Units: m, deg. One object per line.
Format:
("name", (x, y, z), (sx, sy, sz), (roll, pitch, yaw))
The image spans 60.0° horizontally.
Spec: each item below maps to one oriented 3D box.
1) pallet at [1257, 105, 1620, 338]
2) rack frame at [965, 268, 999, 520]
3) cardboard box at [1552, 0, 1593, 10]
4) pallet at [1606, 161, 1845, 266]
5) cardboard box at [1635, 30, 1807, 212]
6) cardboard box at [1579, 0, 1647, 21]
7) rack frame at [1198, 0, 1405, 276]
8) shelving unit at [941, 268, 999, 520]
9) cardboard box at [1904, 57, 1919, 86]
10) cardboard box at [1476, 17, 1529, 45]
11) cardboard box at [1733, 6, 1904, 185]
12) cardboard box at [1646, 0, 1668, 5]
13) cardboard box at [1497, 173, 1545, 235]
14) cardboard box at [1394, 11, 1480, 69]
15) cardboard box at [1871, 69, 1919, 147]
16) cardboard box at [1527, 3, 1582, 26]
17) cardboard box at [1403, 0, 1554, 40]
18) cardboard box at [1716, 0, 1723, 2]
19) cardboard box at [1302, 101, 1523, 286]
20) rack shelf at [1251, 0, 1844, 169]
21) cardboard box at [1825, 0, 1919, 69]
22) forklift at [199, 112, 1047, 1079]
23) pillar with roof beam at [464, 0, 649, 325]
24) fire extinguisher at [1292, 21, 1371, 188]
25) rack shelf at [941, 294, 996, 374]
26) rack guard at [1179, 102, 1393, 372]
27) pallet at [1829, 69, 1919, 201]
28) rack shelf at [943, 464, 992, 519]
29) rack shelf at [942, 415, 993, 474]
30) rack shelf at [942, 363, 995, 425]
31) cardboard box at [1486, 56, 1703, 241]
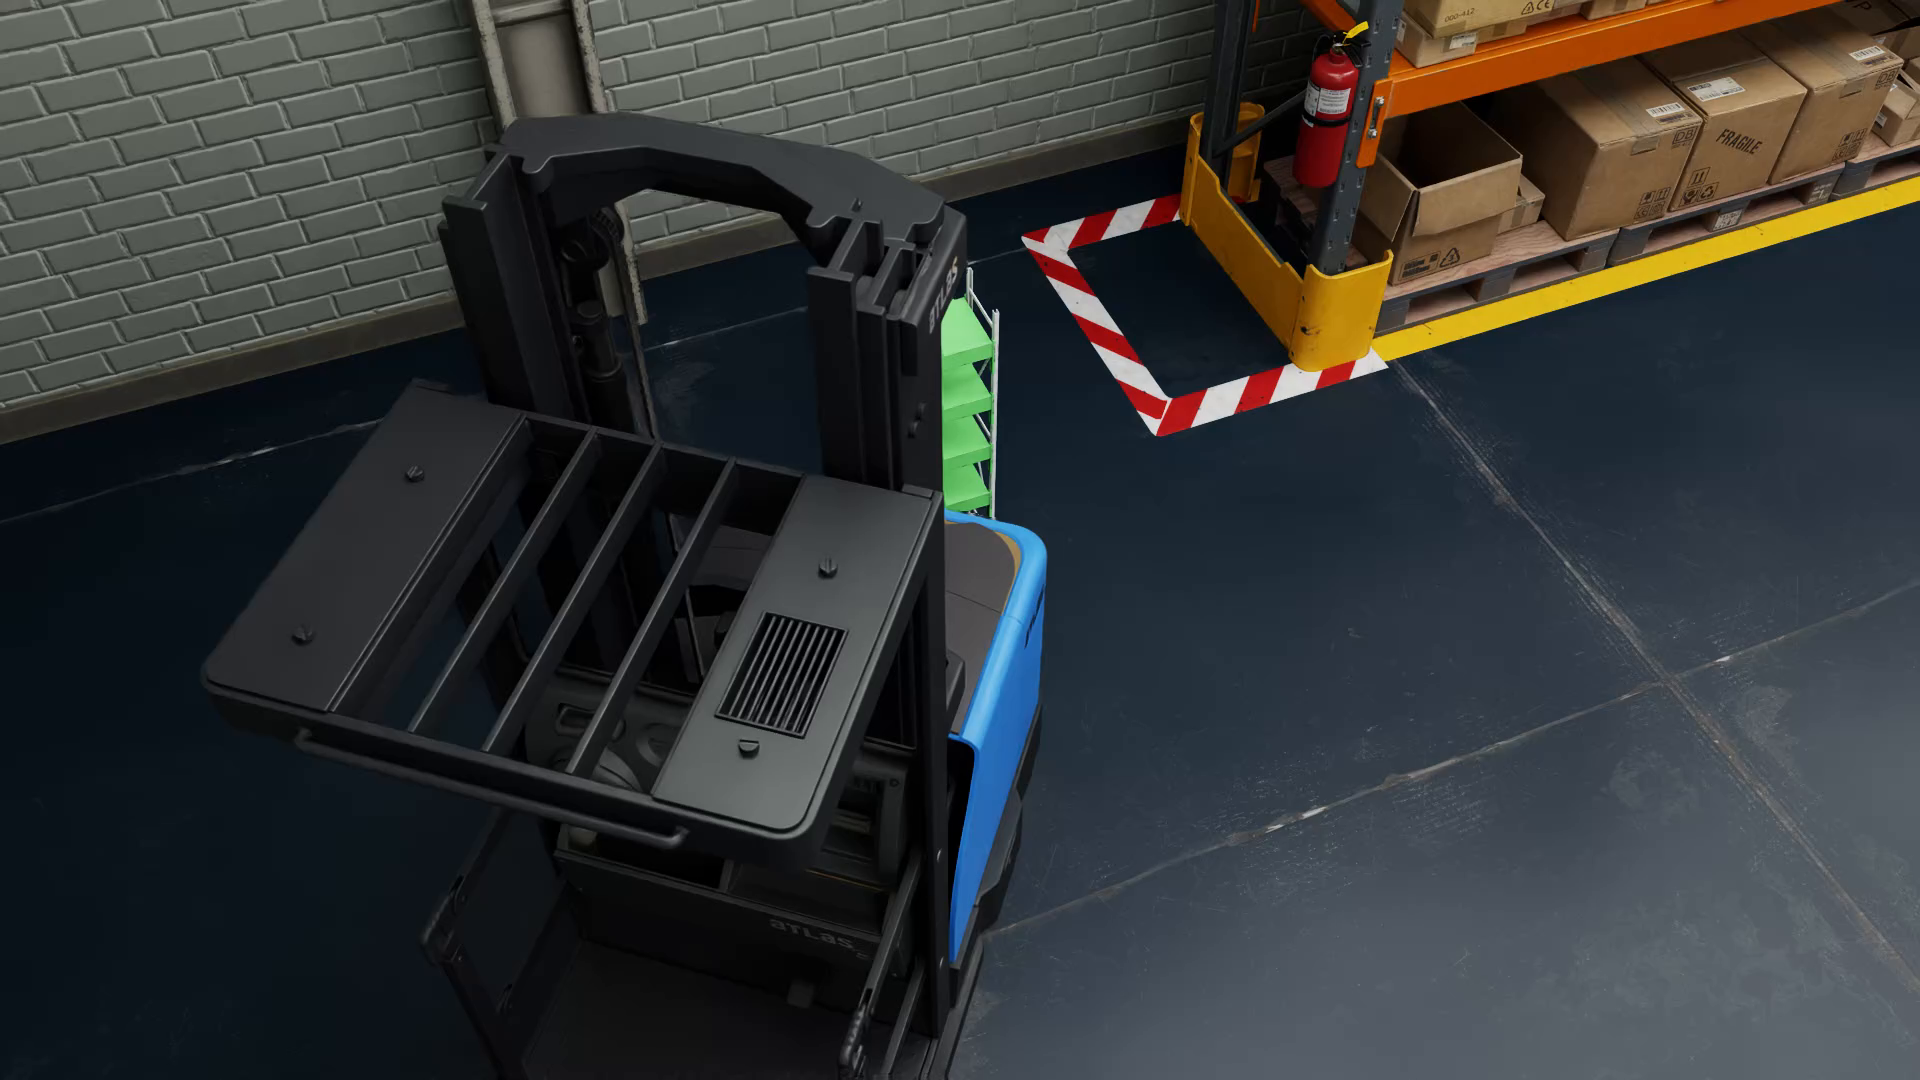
("pallet", (2.086, -1.433, 7.342), (1.213, 0.211, 1.003), (-17, 52, -14))
("rack frame", (0.073, -0.413, 5.814), (0.015, 1.200, 0.240), (-17, 52, -14))
("cardboard box", (2.266, -2.225, 6.086), (0.500, 0.250, 0.500), (-17, 51, -14))
("pallet", (3.214, -1.780, 7.640), (1.213, 0.211, 1.003), (-17, 52, -14))
("cardboard box", (3.213, -1.821, 7.208), (0.500, 0.500, 0.500), (-16, 51, -14))
("cardboard box", (2.391, -2.145, 6.281), (0.250, 0.149, 0.380), (-16, 51, -13))
("rack frame", (1.278, -2.091, 6.068), (0.127, 3.000, 1.000), (-17, 52, -14))
("shelving unit", (-0.153, -0.343, 5.754), (0.503, 1.200, 0.258), (-17, 52, -14))
("cardboard box", (4.576, -2.080, 7.662), (0.250, 0.149, 0.380), (-19, 52, -15))
("cardboard box", (1.904, -2.016, 6.170), (0.250, 0.149, 0.380), (-16, 51, -13))
("cardboard box", (3.647, -2.038, 7.394), (0.500, 0.500, 0.700), (-19, 52, -16))
("cardboard box", (2.635, -2.225, 6.350), (0.250, 0.149, 0.380), (-16, 51, -14))
("cardboard box", (2.288, -1.502, 7.165), (0.250, 0.149, 0.380), (-19, 52, -16))
("cardboard box", (1.686, -1.911, 6.079), (0.250, 0.149, 0.380), (-18, 52, -15))
("cardboard box", (4.246, -2.016, 7.529), (0.258, 0.266, 0.396), (-16, 51, -13))
("cardboard box", (2.134, -2.116, 6.255), (0.250, 0.149, 0.380), (-18, 52, -15))
("cardboard box", (1.800, -2.080, 5.962), (0.500, 0.250, 0.500), (-17, 51, -14))
("cardboard box", (2.897, -2.245, 6.367), (0.250, 0.149, 0.380), (-19, 52, -15))
("cardboard box", (1.880, -1.523, 6.950), (0.637, 0.503, 0.797), (-19, 52, -16))
("rack shelf", (3.129, -2.430, 6.834), (4.000, 0.370, 1.077), (-17, 52, -14))
("cardboard box", (4.280, -2.475, 7.894), (0.500, 0.311, 0.500), (-16, 51, -13))
("forklift", (-0.634, 0.689, 3.726), (1.130, 2.935, 3.031), (13, 51, 11))
("pillar with roof beam", (0.069, -0.881, 1.075), (0.400, 9.000, 9.100), (-17, 52, -14))
("fire extinguisher", (1.316, -1.577, 5.924), (0.183, 0.674, 0.296), (-17, 52, -14))
("rack shelf", (-0.153, -0.614, 5.438), (0.480, 0.148, 0.258), (-17, 52, -14))
("rack guard", (1.348, -1.298, 7.035), (0.348, 0.500, 1.175), (-17, 52, -14))
("pallet", (4.345, -2.133, 7.943), (1.213, 0.211, 1.003), (-17, 52, -14))
("rack shelf", (-0.153, -0.145, 5.985), (0.480, 0.148, 0.258), (-17, 52, -14))
("rack shelf", (-0.153, -0.302, 5.802), (0.480, 0.148, 0.258), (-17, 52, -14))
("rack shelf", (-0.153, -0.458, 5.620), (0.480, 0.148, 0.258), (-17, 52, -14))
("cardboard box", (2.686, -1.740, 7.138), (0.500, 0.500, 0.700), (-15, 51, -13))
